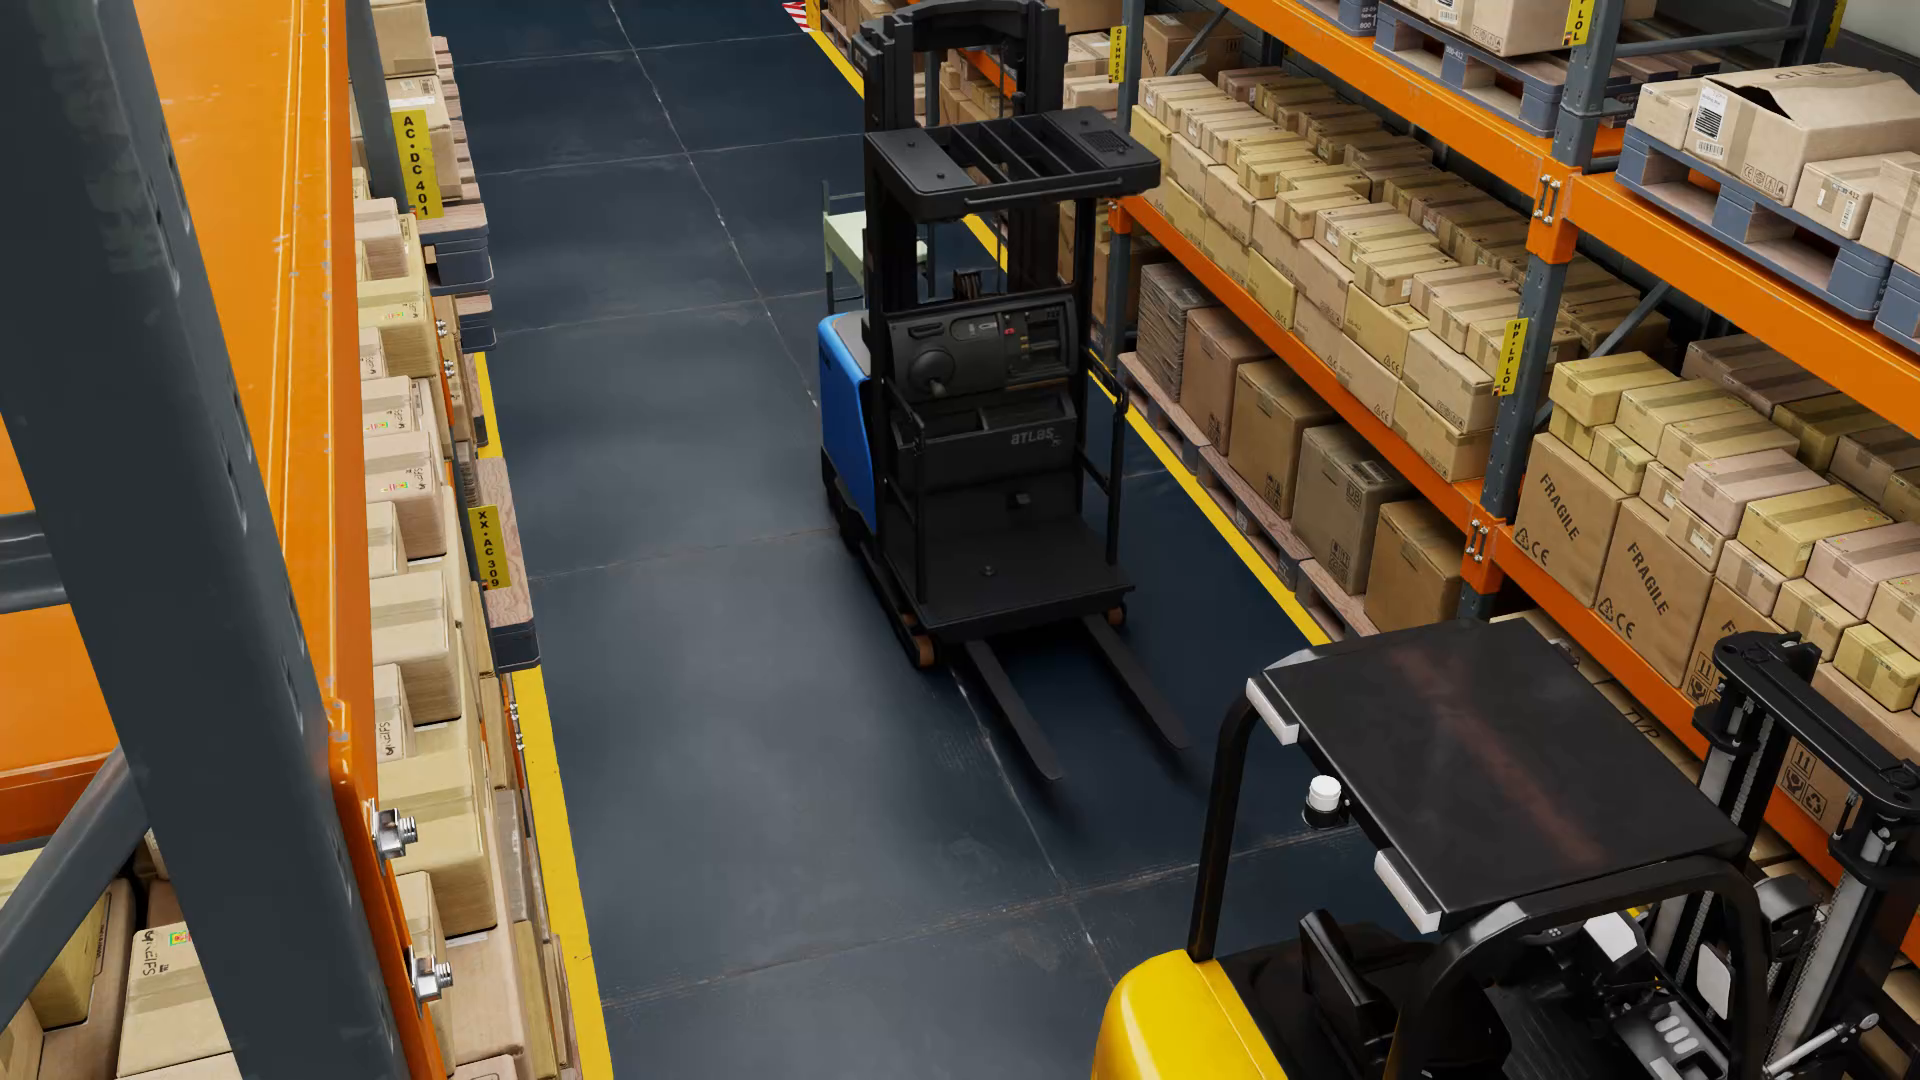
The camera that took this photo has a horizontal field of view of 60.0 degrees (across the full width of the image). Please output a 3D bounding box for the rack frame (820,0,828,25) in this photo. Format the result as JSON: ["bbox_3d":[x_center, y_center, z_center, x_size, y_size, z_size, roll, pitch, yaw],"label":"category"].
[{"bbox_3d":[-1.013,-6.652,16.416,1.000,3.000,0.127,-10,35,-15],"label":"rack frame"}]

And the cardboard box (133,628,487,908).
[{"bbox_3d":[-1.084,0.430,2.844,0.500,0.250,0.500,-9,35,-13],"label":"cardboard box"}]

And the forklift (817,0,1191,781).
[{"bbox_3d":[0.192,-0.856,7.706,1.130,2.935,3.031,-11,35,-16],"label":"forklift"}]

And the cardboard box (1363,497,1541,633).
[{"bbox_3d":[2.477,0.191,7.832,0.875,0.625,0.625,-8,34,-13],"label":"cardboard box"}]

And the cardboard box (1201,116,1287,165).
[{"bbox_3d":[1.521,-2.142,8.911,0.380,0.149,0.250,-10,35,-14],"label":"cardboard box"}]

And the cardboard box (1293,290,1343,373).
[{"bbox_3d":[1.963,-1.039,8.057,0.500,0.250,0.500,-10,35,-14],"label":"cardboard box"}]

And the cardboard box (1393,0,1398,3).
[{"bbox_3d":[1.960,-2.525,7.059,0.500,0.311,0.500,-11,35,-16],"label":"cardboard box"}]

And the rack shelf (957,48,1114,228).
[{"bbox_3d":[0.817,-3.202,11.847,1.077,0.370,4.000,-10,35,-15],"label":"rack shelf"}]

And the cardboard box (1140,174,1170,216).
[{"bbox_3d":[1.330,-2.115,9.686,0.500,0.250,0.500,-10,35,-15],"label":"cardboard box"}]

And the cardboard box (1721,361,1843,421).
[{"bbox_3d":[3.069,-0.533,6.206,0.380,0.149,0.250,-11,35,-16],"label":"cardboard box"}]

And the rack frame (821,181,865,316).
[{"bbox_3d":[-0.594,-1.441,9.889,0.400,1.500,0.023,-12,35,-17],"label":"rack frame"}]

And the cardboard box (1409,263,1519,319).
[{"bbox_3d":[2.211,-1.076,7.298,0.380,0.149,0.250,-10,35,-15],"label":"cardboard box"}]

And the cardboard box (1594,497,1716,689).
[{"bbox_3d":[2.708,0.154,6.025,0.500,0.500,0.500,-9,35,-14],"label":"cardboard box"}]

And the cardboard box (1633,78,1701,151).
[{"bbox_3d":[2.495,-1.429,5.547,0.380,0.149,0.250,-9,35,-14],"label":"cardboard box"}]

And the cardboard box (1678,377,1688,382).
[{"bbox_3d":[2.990,-0.539,6.485,0.380,0.149,0.250,-10,35,-15],"label":"cardboard box"}]

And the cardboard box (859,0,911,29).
[{"bbox_3d":[-0.627,-4.698,15.345,0.500,0.500,0.500,-9,35,-14],"label":"cardboard box"}]

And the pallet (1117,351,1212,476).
[{"bbox_3d":[1.641,-0.850,10.164,1.003,0.211,1.213,-10,35,-15],"label":"pallet"}]

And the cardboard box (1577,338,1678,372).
[{"bbox_3d":[2.736,-0.808,7.253,0.500,0.250,0.500,-11,35,-16],"label":"cardboard box"}]

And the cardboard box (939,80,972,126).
[{"bbox_3d":[0.140,-3.393,13.369,0.500,0.500,0.500,-9,34,-13],"label":"cardboard box"}]

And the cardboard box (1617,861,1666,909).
[{"bbox_3d":[2.798,1.247,6.121,0.500,0.250,0.500,-10,35,-15],"label":"cardboard box"}]

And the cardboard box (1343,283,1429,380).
[{"bbox_3d":[2.090,-0.982,7.517,0.500,0.250,0.500,-11,35,-16],"label":"cardboard box"}]

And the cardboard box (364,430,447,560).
[{"bbox_3d":[-1.211,-0.067,3.234,0.380,0.149,0.250,-10,35,-14],"label":"cardboard box"}]

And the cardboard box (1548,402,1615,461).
[{"bbox_3d":[2.494,-0.453,6.355,0.380,0.149,0.250,-11,35,-15],"label":"cardboard box"}]

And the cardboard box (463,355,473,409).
[{"bbox_3d":[-3.431,-1.281,9.833,0.875,0.875,0.875,-10,35,-15],"label":"cardboard box"}]

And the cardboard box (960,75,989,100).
[{"bbox_3d":[0.221,-3.590,13.079,0.380,0.149,0.250,-11,35,-16],"label":"cardboard box"}]

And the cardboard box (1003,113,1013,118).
[{"bbox_3d":[0.521,-3.047,12.258,0.380,0.149,0.250,-9,34,-13],"label":"cardboard box"}]

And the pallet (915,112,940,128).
[{"bbox_3d":[-0.002,-3.749,14.552,1.003,0.211,1.213,-10,35,-15],"label":"pallet"}]

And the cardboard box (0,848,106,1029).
[{"bbox_3d":[-1.409,0.563,2.281,0.380,0.149,0.250,-10,35,-14],"label":"cardboard box"}]

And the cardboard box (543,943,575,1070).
[{"bbox_3d":[-1.486,1.676,5.245,0.500,0.500,0.500,-9,35,-14],"label":"cardboard box"}]

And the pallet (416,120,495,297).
[{"bbox_3d":[-2.166,-1.031,5.358,1.213,0.211,1.003,-10,35,-15],"label":"pallet"}]

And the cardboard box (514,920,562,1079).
[{"bbox_3d":[-1.220,1.319,3.992,0.500,0.500,0.500,-11,35,-16],"label":"cardboard box"}]

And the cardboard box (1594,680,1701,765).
[{"bbox_3d":[2.642,0.780,6.375,0.500,0.250,0.500,-10,35,-15],"label":"cardboard box"}]

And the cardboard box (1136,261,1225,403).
[{"bbox_3d":[1.604,-1.307,10.099,0.875,0.625,0.625,-9,34,-13],"label":"cardboard box"}]

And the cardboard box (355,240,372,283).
[{"bbox_3d":[-1.628,-0.590,4.025,0.380,0.149,0.250,-9,35,-14],"label":"cardboard box"}]

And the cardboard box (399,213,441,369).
[{"bbox_3d":[-1.687,-0.641,4.464,0.500,0.250,0.500,-10,35,-15],"label":"cardboard box"}]

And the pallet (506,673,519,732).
[{"bbox_3d":[-2.694,0.598,7.973,1.003,0.211,1.213,-10,35,-15],"label":"pallet"}]

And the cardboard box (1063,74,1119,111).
[{"bbox_3d":[0.861,-2.803,10.437,0.380,0.149,0.250,-9,35,-14],"label":"cardboard box"}]

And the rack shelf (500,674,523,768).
[{"bbox_3d":[-2.689,-0.265,7.403,1.077,0.370,4.000,-10,35,-15],"label":"rack shelf"}]

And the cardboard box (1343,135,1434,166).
[{"bbox_3d":[2.229,-1.978,8.664,0.380,0.149,0.250,-11,35,-16],"label":"cardboard box"}]

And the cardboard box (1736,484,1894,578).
[{"bbox_3d":[2.799,-0.033,5.449,0.380,0.149,0.250,-11,35,-15],"label":"cardboard box"}]

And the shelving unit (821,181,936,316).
[{"bbox_3d":[-0.463,-1.253,9.603,0.431,1.500,0.755,-12,35,-17],"label":"shelving unit"}]

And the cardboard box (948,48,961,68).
[{"bbox_3d":[0.121,-3.856,13.213,0.380,0.149,0.250,-11,35,-16],"label":"cardboard box"}]

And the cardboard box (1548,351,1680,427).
[{"bbox_3d":[2.462,-0.571,6.264,0.380,0.149,0.250,-9,35,-14],"label":"cardboard box"}]

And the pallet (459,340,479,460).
[{"bbox_3d":[-2.656,-0.503,7.284,1.003,0.211,1.213,-10,35,-15],"label":"pallet"}]

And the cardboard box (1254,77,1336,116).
[{"bbox_3d":[1.905,-2.509,9.467,0.380,0.149,0.250,-9,35,-13],"label":"cardboard box"}]

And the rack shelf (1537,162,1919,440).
[{"bbox_3d":[3.257,-0.253,4.664,1.077,0.370,4.000,-10,35,-15],"label":"rack shelf"}]

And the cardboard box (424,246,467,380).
[{"bbox_3d":[-2.407,-0.943,7.035,0.500,0.500,0.500,-11,35,-17],"label":"cardboard box"}]

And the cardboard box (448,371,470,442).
[{"bbox_3d":[-1.886,-0.433,5.675,0.380,0.149,0.250,-10,35,-15],"label":"cardboard box"}]

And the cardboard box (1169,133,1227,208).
[{"bbox_3d":[1.481,-2.061,9.150,0.500,0.250,0.500,-9,34,-13],"label":"cardboard box"}]

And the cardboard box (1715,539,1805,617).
[{"bbox_3d":[2.763,0.095,5.526,0.380,0.149,0.250,-10,35,-15],"label":"cardboard box"}]

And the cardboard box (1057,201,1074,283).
[{"bbox_3d":[0.951,-2.035,11.314,0.500,0.500,0.500,-11,35,-15],"label":"cardboard box"}]

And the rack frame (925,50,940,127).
[{"bbox_3d":[0.207,-4.552,13.238,1.000,3.000,0.127,-10,35,-15],"label":"rack frame"}]

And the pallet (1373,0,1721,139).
[{"bbox_3d":[2.366,-1.985,6.805,0.805,0.209,1.217,-11,35,-17],"label":"pallet"}]

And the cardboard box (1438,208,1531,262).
[{"bbox_3d":[2.487,-1.432,7.836,0.380,0.149,0.250,-10,35,-15],"label":"cardboard box"}]

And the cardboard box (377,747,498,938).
[{"bbox_3d":[-0.888,0.469,2.423,0.380,0.149,0.250,-10,35,-15],"label":"cardboard box"}]

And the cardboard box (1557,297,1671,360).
[{"bbox_3d":[2.744,-0.885,7.009,0.380,0.149,0.250,-11,35,-16],"label":"cardboard box"}]

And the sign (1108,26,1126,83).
[{"bbox_3d":[0.913,-2.806,9.617,0.100,0.325,0.005,-10,35,-15],"label":"sign"}]

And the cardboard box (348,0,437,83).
[{"bbox_3d":[-2.037,-1.722,5.536,0.500,0.250,0.500,-11,35,-16],"label":"cardboard box"}]

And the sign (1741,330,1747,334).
[{"bbox_3d":[3.175,-0.840,6.763,0.100,0.325,0.005,-10,35,-15],"label":"sign"}]

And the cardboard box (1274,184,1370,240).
[{"bbox_3d":[1.759,-1.598,8.089,0.380,0.149,0.250,-11,35,-16],"label":"cardboard box"}]
